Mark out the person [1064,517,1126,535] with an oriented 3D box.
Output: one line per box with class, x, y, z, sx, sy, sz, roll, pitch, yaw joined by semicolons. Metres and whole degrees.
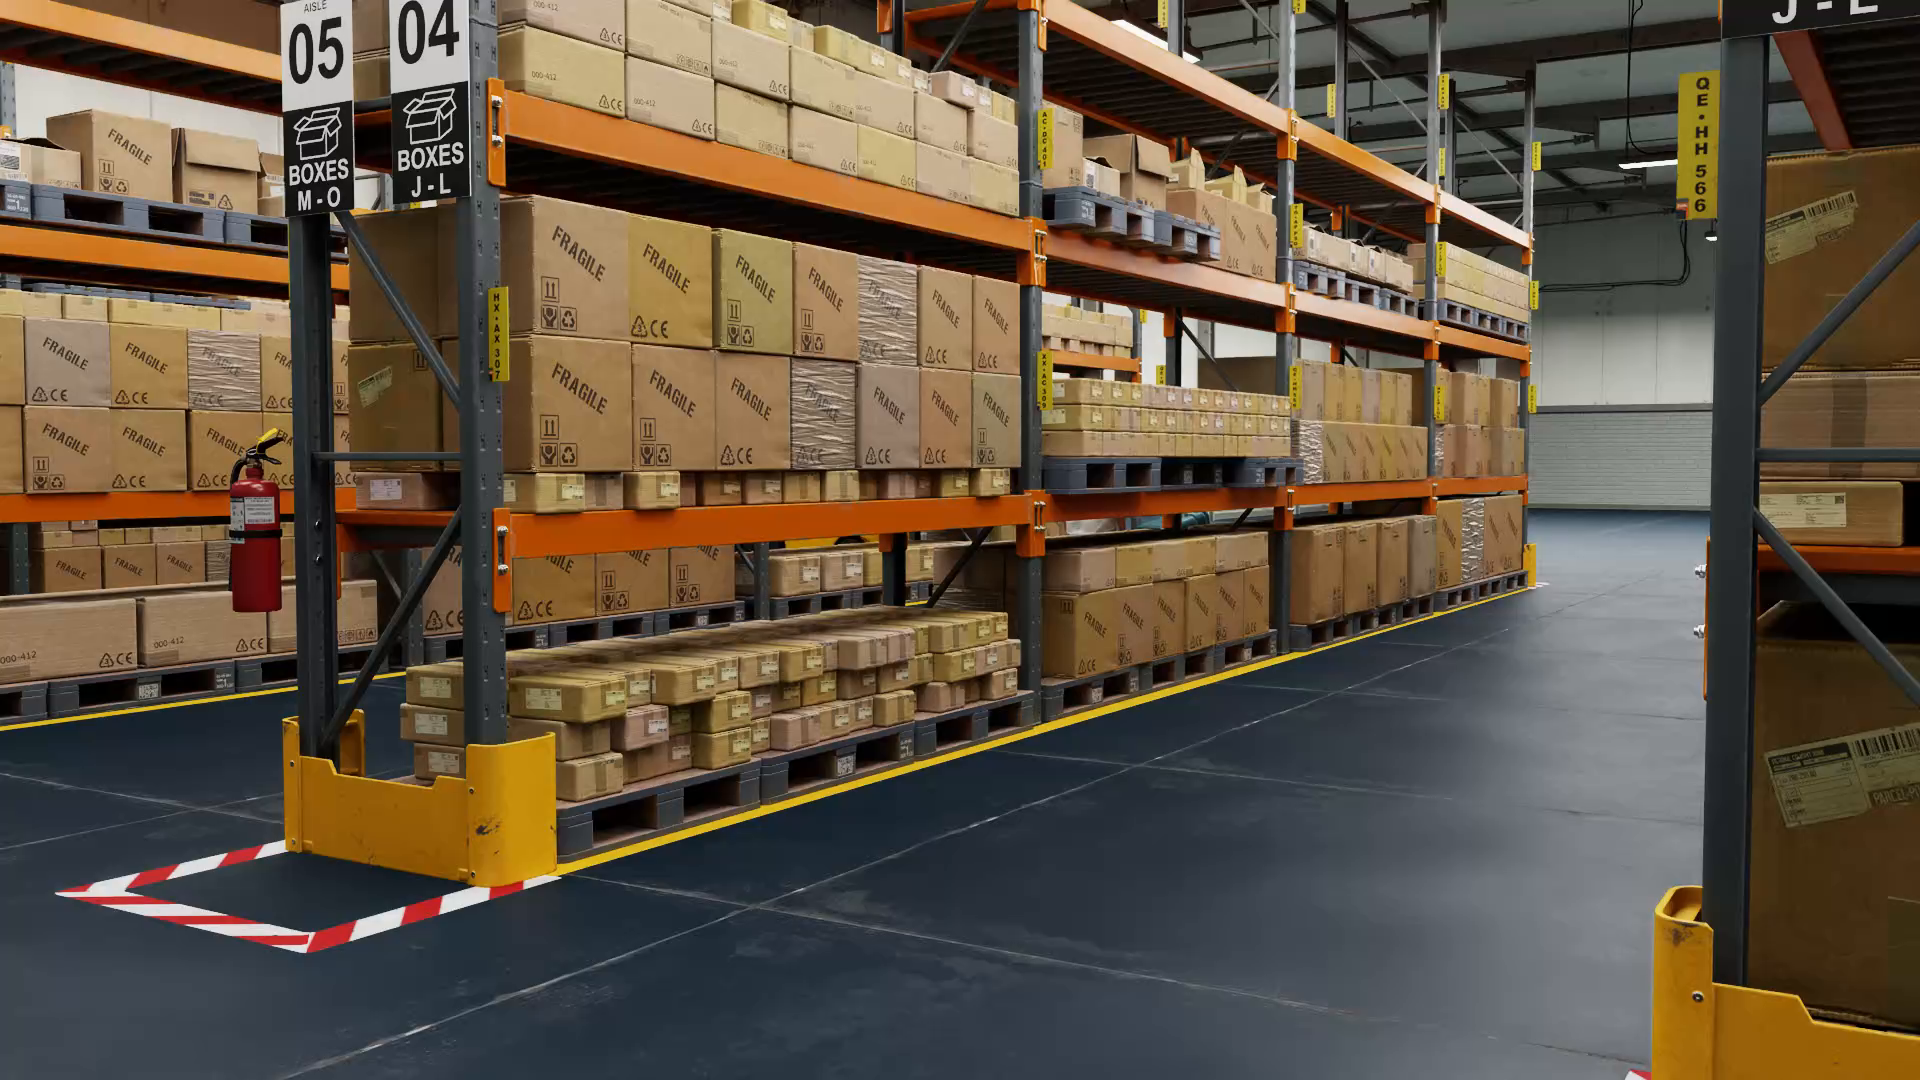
person;1.145;-0.070;14.222;0.585;1.748;0.437;2;3;31
